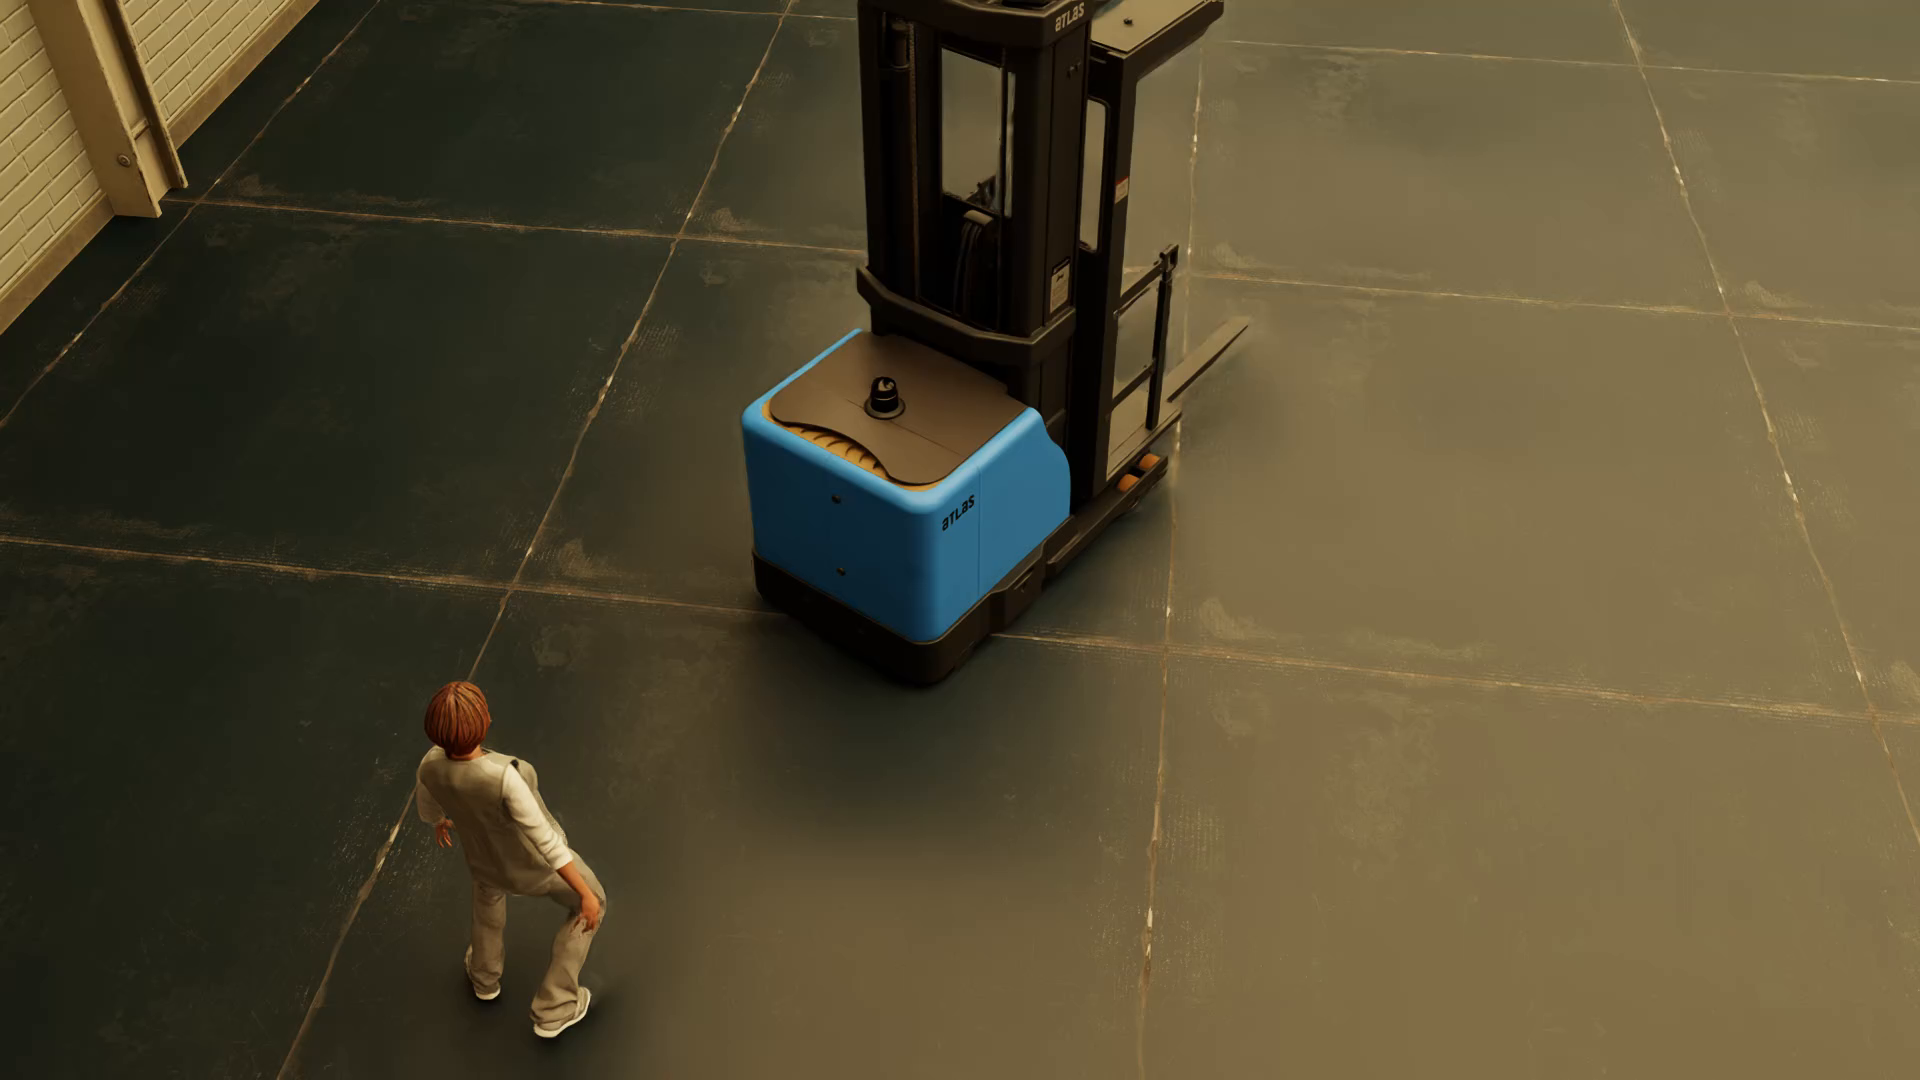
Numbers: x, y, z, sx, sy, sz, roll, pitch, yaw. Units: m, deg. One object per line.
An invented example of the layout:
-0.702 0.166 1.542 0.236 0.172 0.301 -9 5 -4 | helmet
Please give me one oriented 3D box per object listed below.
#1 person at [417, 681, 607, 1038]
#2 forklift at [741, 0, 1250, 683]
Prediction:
-1.508 1.093 5.586 0.744 1.521 0.449 18 45 18 | person
0.362 -1.414 7.264 1.130 2.935 3.031 27 49 26 | forklift
